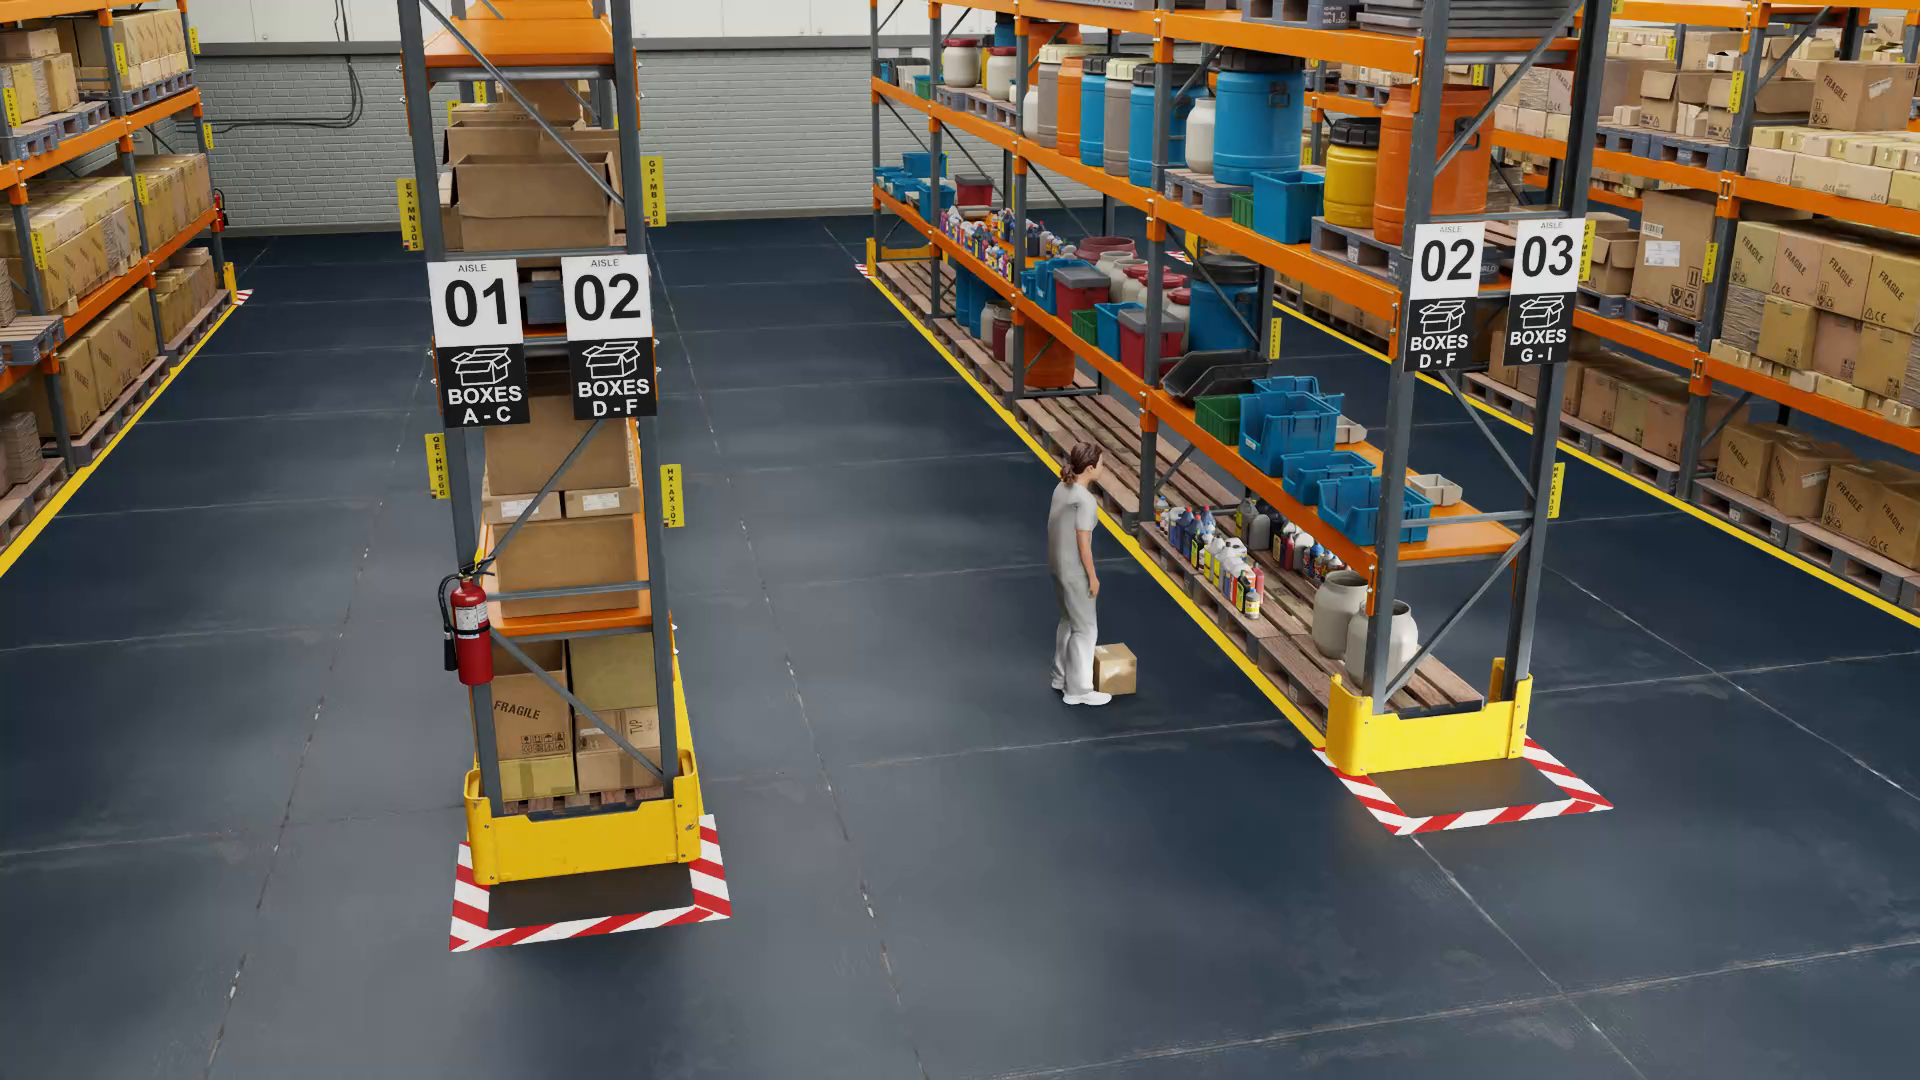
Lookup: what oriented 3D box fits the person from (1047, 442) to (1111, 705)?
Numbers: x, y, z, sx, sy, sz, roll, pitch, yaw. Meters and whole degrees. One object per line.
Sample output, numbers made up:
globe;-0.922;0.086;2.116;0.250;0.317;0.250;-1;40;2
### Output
person;0.746;0.197;10.526;0.363;1.671;0.514;-6;21;-16
